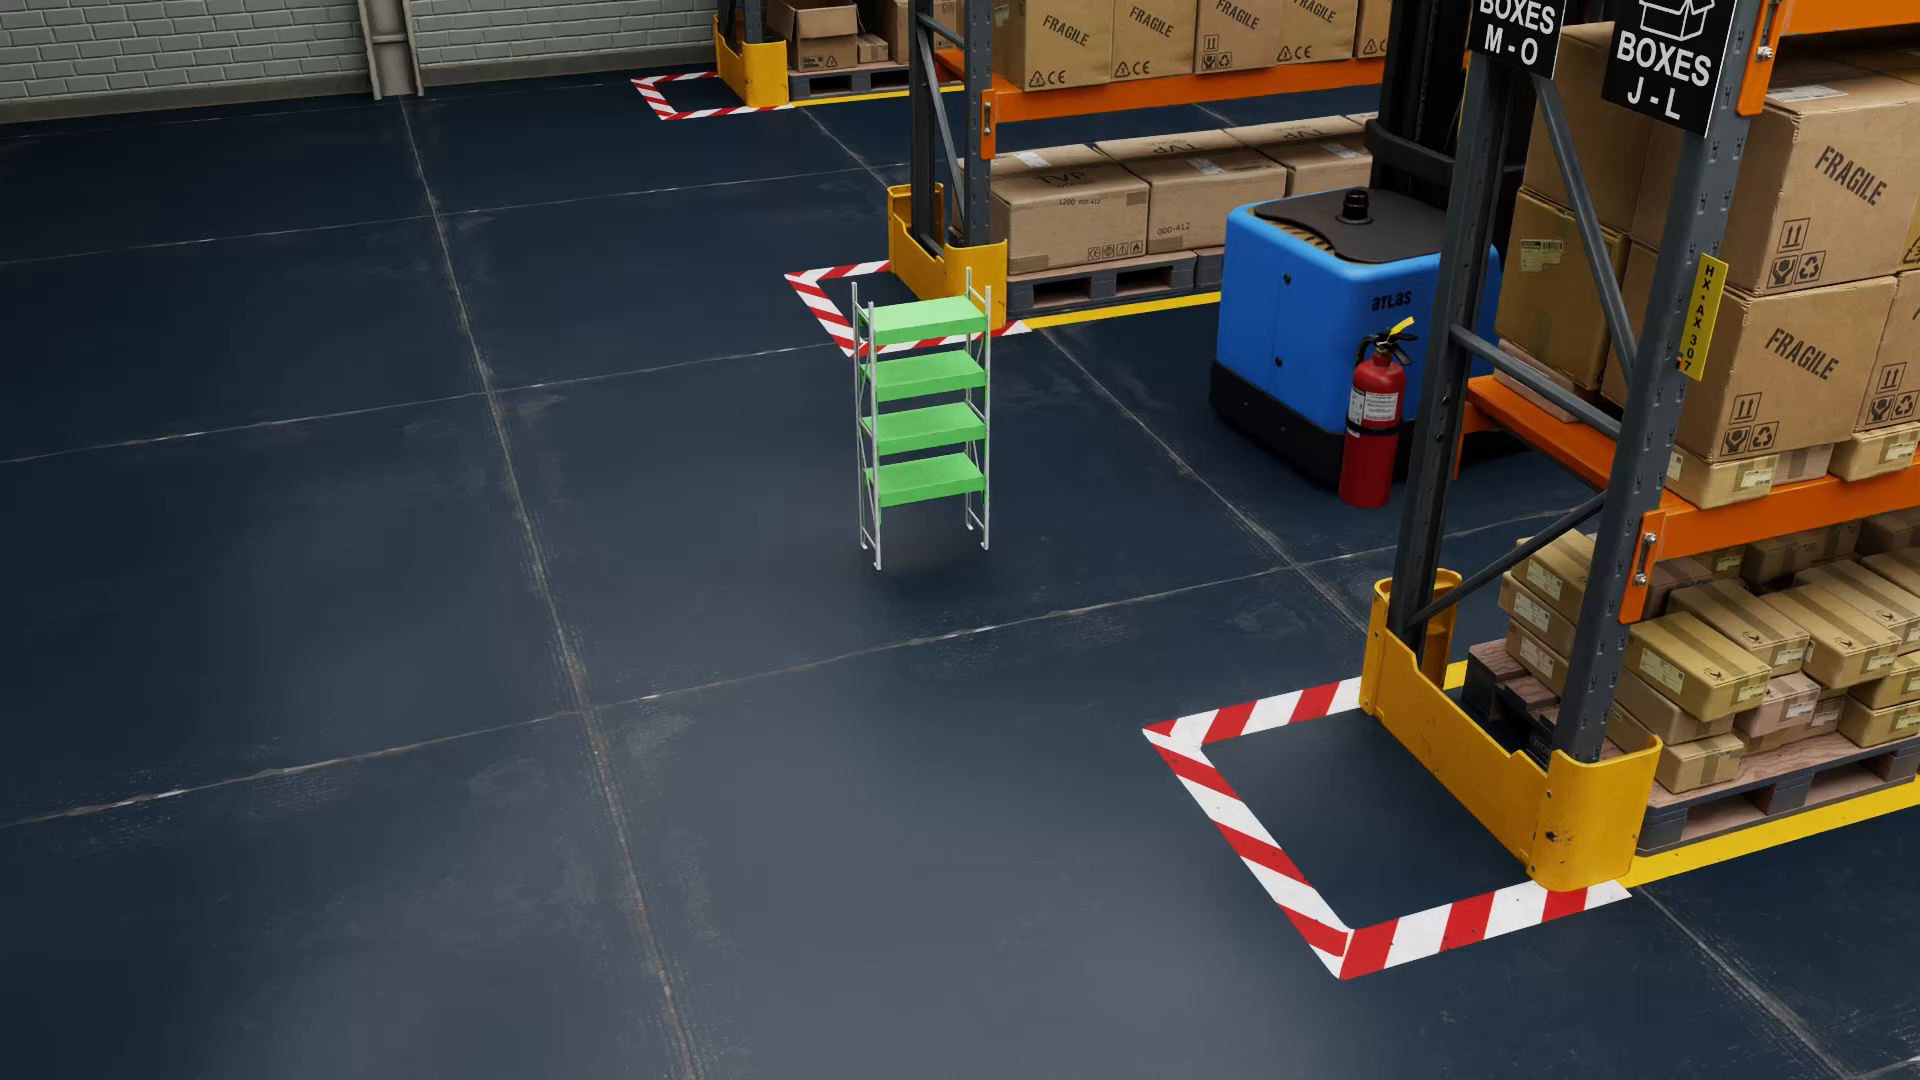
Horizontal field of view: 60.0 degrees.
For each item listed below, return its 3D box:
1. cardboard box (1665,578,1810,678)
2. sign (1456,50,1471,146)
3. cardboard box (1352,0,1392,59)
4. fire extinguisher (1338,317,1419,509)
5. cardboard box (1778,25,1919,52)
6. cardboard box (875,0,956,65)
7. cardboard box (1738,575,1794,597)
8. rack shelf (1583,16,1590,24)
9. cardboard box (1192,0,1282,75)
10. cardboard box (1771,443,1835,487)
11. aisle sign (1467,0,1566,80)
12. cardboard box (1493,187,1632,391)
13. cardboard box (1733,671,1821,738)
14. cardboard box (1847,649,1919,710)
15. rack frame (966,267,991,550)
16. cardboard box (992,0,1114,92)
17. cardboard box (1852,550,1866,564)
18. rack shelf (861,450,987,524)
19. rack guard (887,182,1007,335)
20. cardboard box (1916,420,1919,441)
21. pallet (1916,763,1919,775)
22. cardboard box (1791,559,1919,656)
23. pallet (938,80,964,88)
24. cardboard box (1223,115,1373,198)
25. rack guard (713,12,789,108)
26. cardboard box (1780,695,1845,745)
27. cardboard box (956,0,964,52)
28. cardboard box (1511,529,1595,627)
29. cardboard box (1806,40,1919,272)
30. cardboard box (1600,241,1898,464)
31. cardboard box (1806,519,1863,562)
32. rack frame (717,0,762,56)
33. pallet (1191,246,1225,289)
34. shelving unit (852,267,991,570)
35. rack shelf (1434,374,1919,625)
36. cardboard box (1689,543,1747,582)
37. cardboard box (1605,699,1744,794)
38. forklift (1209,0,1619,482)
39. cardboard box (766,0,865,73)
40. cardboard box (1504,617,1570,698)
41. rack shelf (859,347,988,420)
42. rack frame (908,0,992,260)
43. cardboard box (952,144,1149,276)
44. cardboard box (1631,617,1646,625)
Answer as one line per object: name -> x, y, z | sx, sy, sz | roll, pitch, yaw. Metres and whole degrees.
cardboard box -> 2.583, 0.301, 5.546 | 0.250, 0.149, 0.380 | -10, 31, -17
sign -> 1.582, -1.362, 5.122 | 0.005, 0.325, 0.100 | -10, 31, -18
cardboard box -> 2.393, -3.090, 9.543 | 0.500, 0.500, 0.500 | -11, 31, -18
fire extinguisher -> 1.360, -0.436, 5.439 | 0.183, 0.674, 0.296 | -10, 31, -18
cardboard box -> 2.574, -1.350, 5.177 | 0.500, 0.500, 0.500 | -12, 32, -19
cardboard box -> -0.377, -4.330, 13.920 | 0.500, 0.500, 0.700 | -9, 31, -16
cardboard box -> 2.926, 0.154, 6.105 | 0.250, 0.149, 0.380 | -11, 31, -18
rack shelf -> 5.559, -3.463, 11.025 | 4.000, 0.370, 1.077 | -10, 31, -18
cardboard box -> 1.433, -2.913, 9.231 | 0.500, 0.500, 0.500 | -11, 31, -18
cardboard box -> 2.399, -0.319, 5.033 | 0.250, 0.149, 0.380 | -9, 31, -16
aisle sign -> 1.584, -1.717, 4.607 | 0.004, 0.787, 0.394 | -10, 31, -18
cardboard box -> 2.088, -0.830, 5.276 | 0.500, 0.500, 0.500 | -10, 31, -17
cardboard box -> 2.614, 0.474, 5.543 | 0.250, 0.149, 0.380 | -11, 31, -18
cardboard box -> 3.091, 0.397, 5.679 | 0.250, 0.149, 0.380 | -9, 31, -16
rack frame -> 0.074, -0.535, 6.977 | 0.015, 1.200, 0.240 | -10, 31, -18
cardboard box -> 0.486, -2.733, 8.916 | 0.500, 0.500, 0.500 | -11, 31, -18
cardboard box -> 3.366, 0.021, 6.338 | 0.250, 0.149, 0.380 | -9, 31, -15
rack shelf -> -0.155, -0.229, 7.053 | 0.480, 0.148, 0.258 | -10, 31, -18
rack guard -> -0.087, -1.650, 9.640 | 0.348, 0.500, 1.175 | -10, 31, -18
cardboard box -> 2.865, -0.448, 5.261 | 0.250, 0.149, 0.380 | -9, 31, -15
pallet -> 3.743, 0.405, 6.325 | 1.213, 0.211, 1.003 | -10, 31, -18
cardboard box -> 3.067, 0.236, 5.661 | 0.250, 0.149, 0.380 | -12, 32, -20
pallet -> 0.161, -4.190, 14.392 | 1.213, 0.211, 1.003 | -10, 31, -18
cardboard box -> 2.220, -2.286, 10.396 | 0.875, 0.438, 0.875 | -11, 32, -19
rack guard -> -1.727, -3.969, 13.712 | 0.348, 0.500, 1.175 | -10, 31, -18
cardboard box -> 2.807, 0.524, 5.755 | 0.250, 0.149, 0.380 | -10, 31, -17
cardboard box -> 0.296, -2.989, 9.366 | 0.500, 0.500, 0.500 | -10, 31, -17
cardboard box -> 2.165, 0.128, 5.850 | 0.250, 0.149, 0.380 | -10, 31, -17
cardboard box -> 2.741, -1.112, 4.760 | 0.500, 0.500, 0.500 | -10, 31, -16
cardboard box -> 2.274, -0.583, 4.841 | 0.500, 0.500, 0.500 | -9, 31, -15
cardboard box -> 3.116, -0.080, 6.215 | 0.250, 0.149, 0.380 | -9, 31, -16
rack frame -> -1.798, -5.042, 13.070 | 0.127, 3.000, 1.000 | -10, 31, -18
pallet -> 1.800, -1.911, 10.391 | 1.213, 0.211, 1.003 | -10, 31, -18
shelving unit -> -0.155, -0.493, 6.903 | 0.503, 1.200, 0.258 | -10, 31, -18
rack shelf -> 3.631, -0.493, 5.812 | 4.000, 0.370, 1.077 | -10, 31, -18
cardboard box -> 2.619, 0.008, 6.061 | 0.250, 0.149, 0.380 | -11, 32, -19
cardboard box -> 2.359, 0.654, 5.528 | 0.250, 0.149, 0.380 | -10, 31, -17
forklift -> 2.799, -2.021, 7.837 | 3.031, 2.935, 1.130 | -14, 32, -23
cardboard box -> -1.192, -4.201, 13.692 | 0.637, 0.503, 0.797 | -12, 32, -20
cardboard box -> 2.177, 0.408, 5.960 | 0.250, 0.149, 0.380 | -10, 31, -17
rack shelf -> -0.155, -0.646, 6.816 | 0.480, 0.148, 0.258 | -10, 31, -18
rack frame -> -0.064, -2.740, 9.029 | 0.127, 3.000, 1.000 | -10, 31, -18
cardboard box -> 0.520, -1.969, 9.841 | 0.875, 0.438, 0.875 | -12, 32, -19
cardboard box -> 2.416, 0.223, 5.984 | 0.250, 0.149, 0.380 | -11, 32, -19
